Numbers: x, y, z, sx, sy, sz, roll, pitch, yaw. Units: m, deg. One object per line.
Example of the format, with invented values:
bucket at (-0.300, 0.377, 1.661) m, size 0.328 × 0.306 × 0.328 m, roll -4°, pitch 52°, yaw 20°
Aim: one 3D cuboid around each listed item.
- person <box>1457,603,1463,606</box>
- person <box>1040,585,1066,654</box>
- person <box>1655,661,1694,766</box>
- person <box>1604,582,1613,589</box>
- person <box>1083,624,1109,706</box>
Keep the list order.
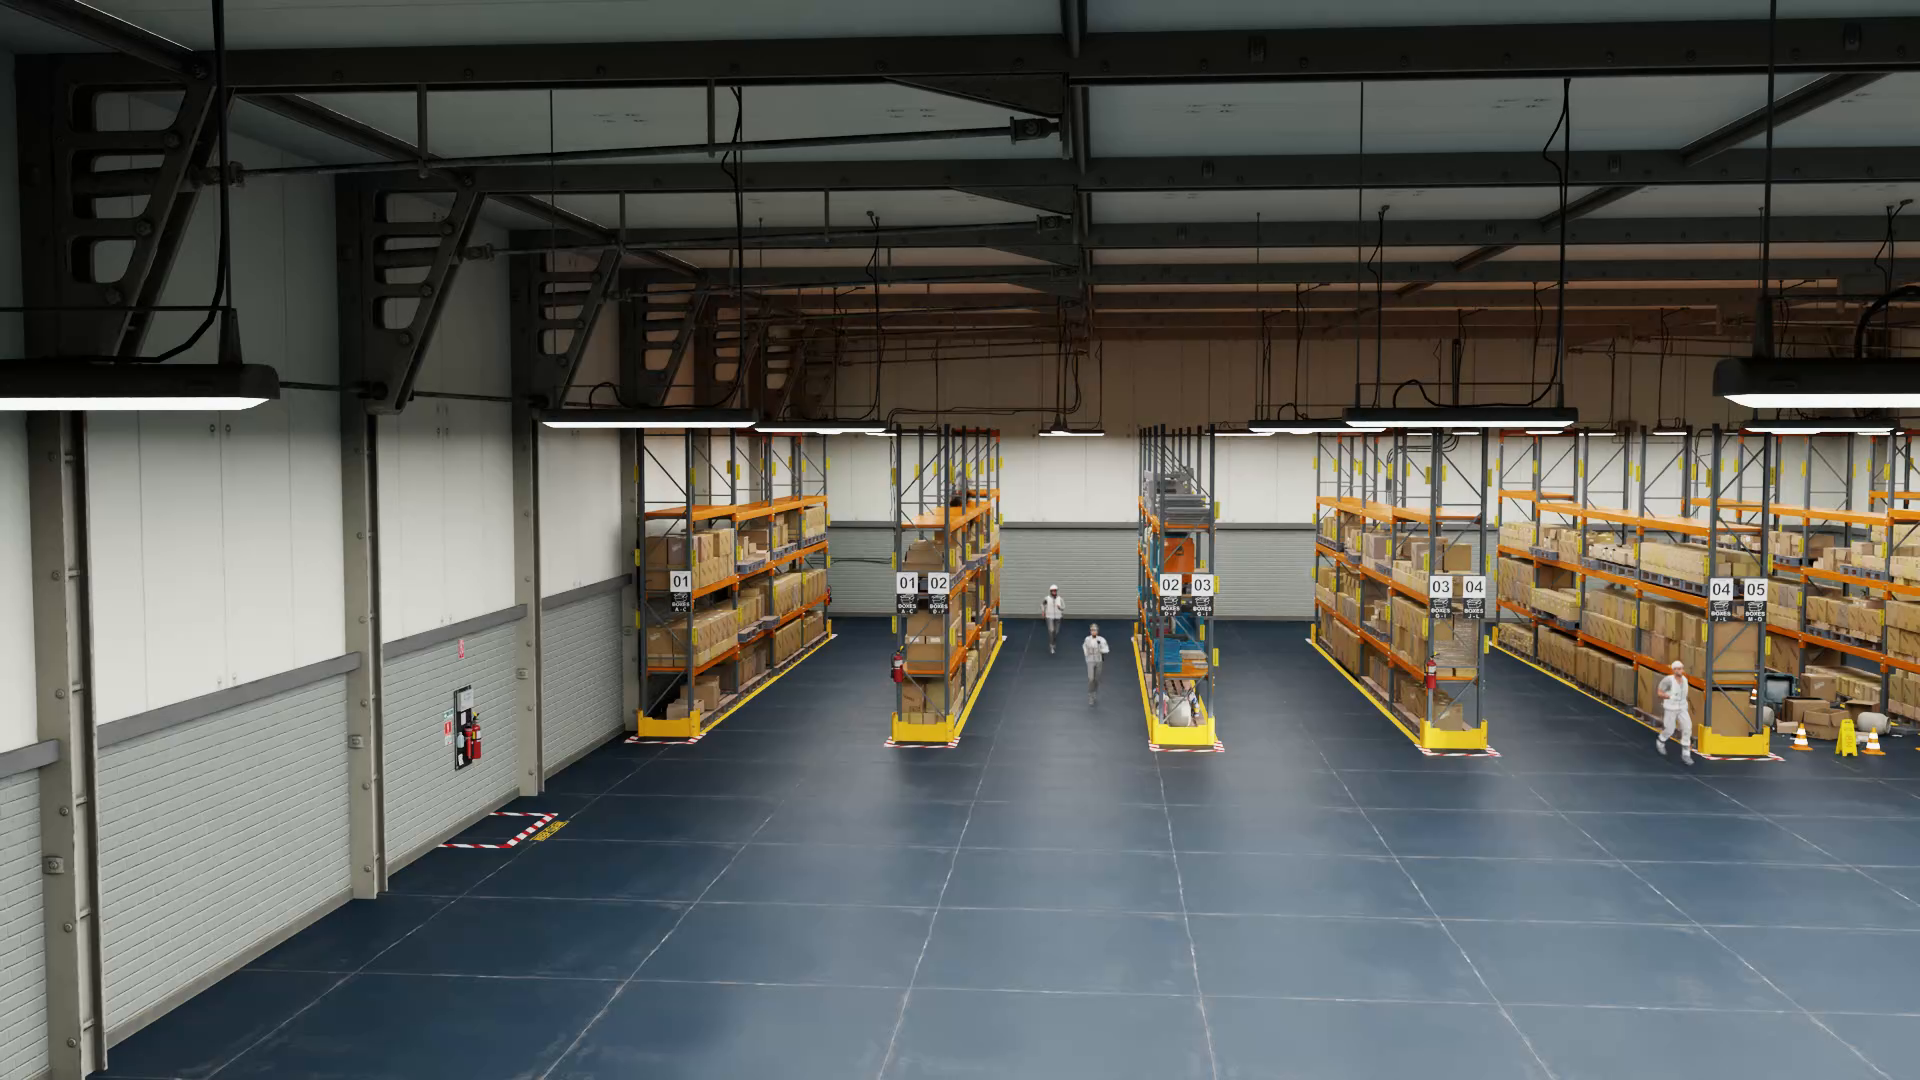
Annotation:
person at (13.445, 2.246, 44.465) m, size 0.614 × 1.606 × 0.932 m, roll 1°, pitch 4°, yaw 9°
person at (2.507, 2.114, 44.601) m, size 0.635 × 1.820 × 0.832 m, roll -1°, pitch 4°, yaw -11°
person at (12.692, 3.030, 29.535) m, size 0.688 × 1.797 × 0.958 m, roll -1°, pitch 4°, yaw -10°
person at (18.540, 2.031, 47.323) m, size 0.681 × 1.653 × 0.594 m, roll 1°, pitch 4°, yaw 15°
person at (2.946, 2.684, 36.024) m, size 0.584 × 1.755 × 0.776 m, roll 0°, pitch 3°, yaw 7°
